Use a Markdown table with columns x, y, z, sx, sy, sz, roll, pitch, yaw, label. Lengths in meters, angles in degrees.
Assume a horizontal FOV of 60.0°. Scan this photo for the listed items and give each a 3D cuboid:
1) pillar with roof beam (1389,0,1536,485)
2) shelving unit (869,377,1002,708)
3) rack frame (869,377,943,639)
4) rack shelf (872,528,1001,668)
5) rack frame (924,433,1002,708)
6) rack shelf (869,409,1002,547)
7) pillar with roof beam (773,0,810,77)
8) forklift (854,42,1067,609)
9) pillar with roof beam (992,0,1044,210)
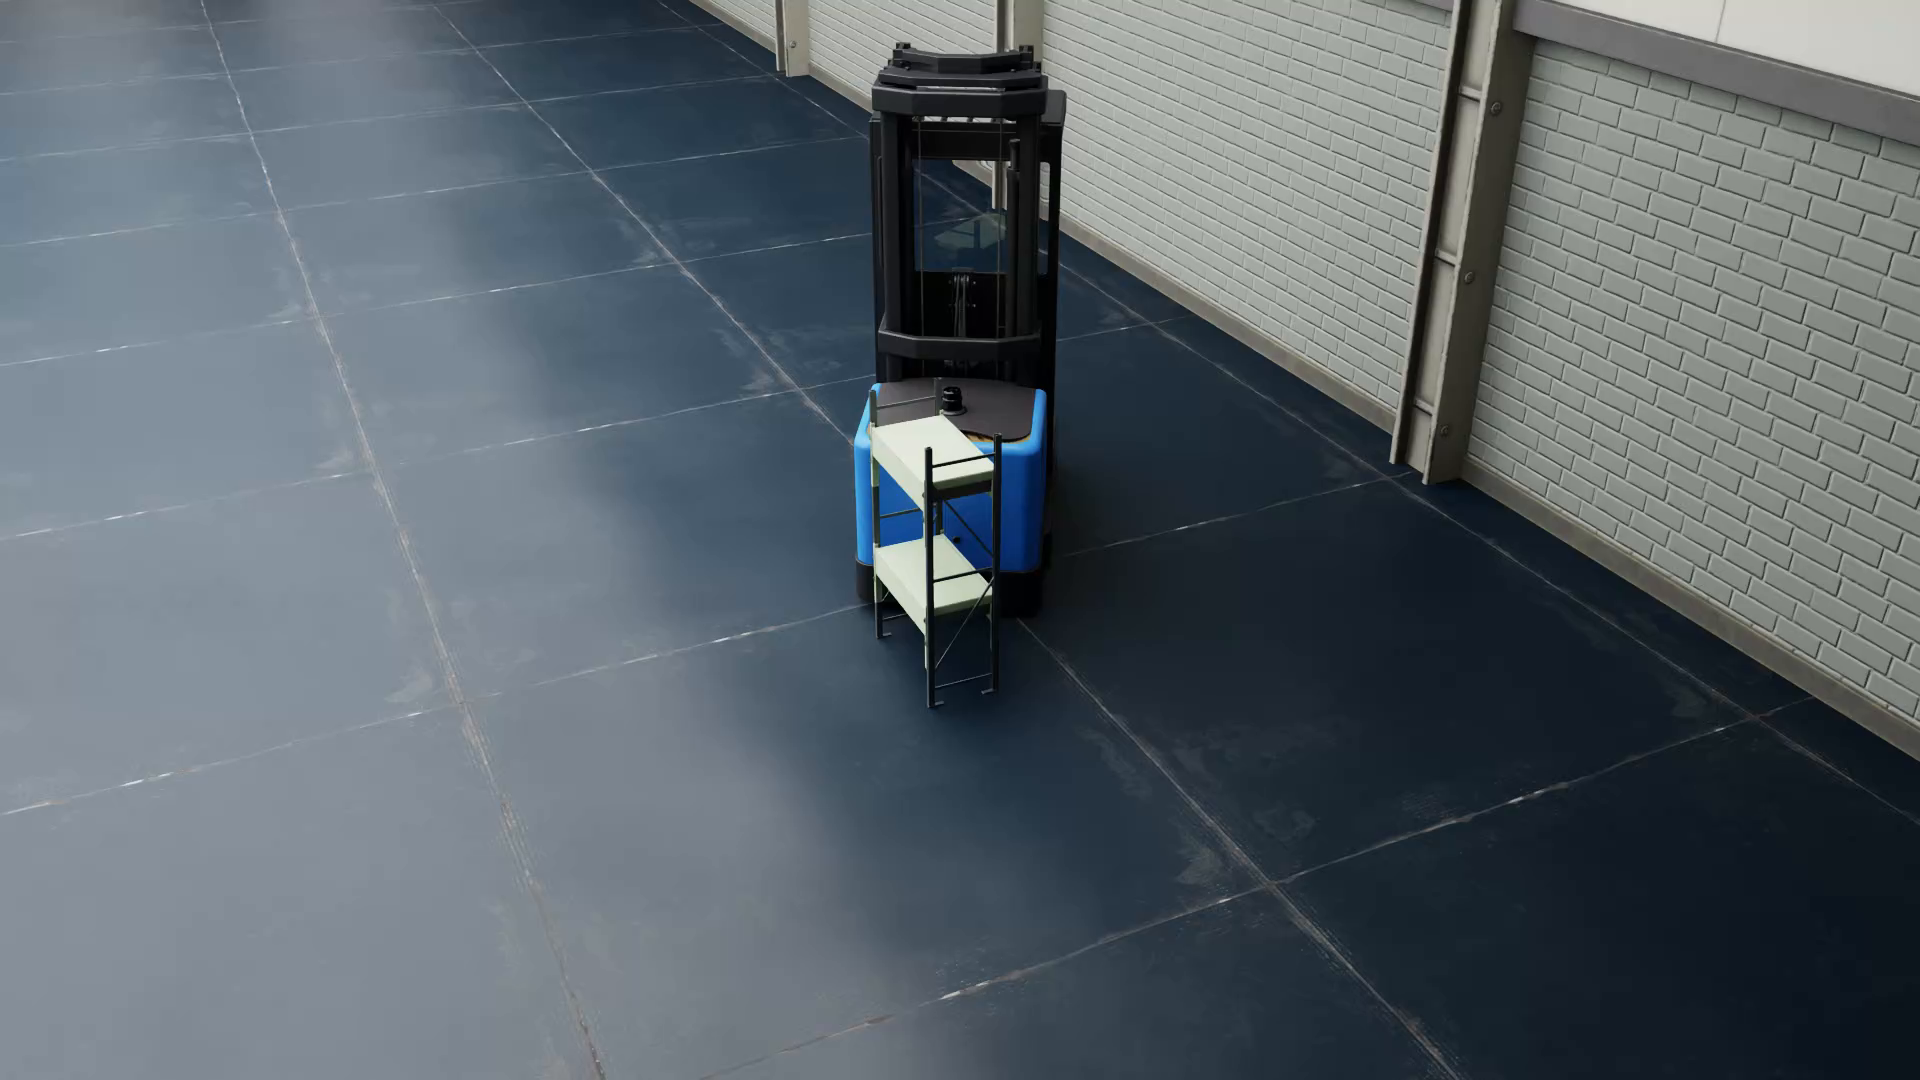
| x | y | z | sx | sy | sz | roll | pitch | yaw | label |
| --- | --- | --- | --- | --- | --- | --- | --- | --- | --- |
| -0.785 | -3.497 | 7.259 | 9.100 | 9.000 | 0.400 | -13 | 32 | -22 | pillar with roof beam |
| -0.132 | 0.014 | 8.664 | 0.431 | 1.500 | 0.755 | -12 | 32 | -21 | shelving unit |
| -0.281 | -0.149 | 8.955 | 0.400 | 1.500 | 0.023 | -12 | 32 | -21 | rack frame |
| -0.133 | 0.299 | 8.823 | 0.431 | 0.370 | 0.720 | -12 | 32 | -21 | rack shelf |
| 0.016 | 0.178 | 8.372 | 0.400 | 1.500 | 0.023 | -12 | 32 | -21 | rack frame |
| -0.132 | -0.326 | 8.473 | 0.431 | 0.370 | 0.720 | -12 | 32 | -21 | rack shelf |
| -5.936 | -8.798 | 16.712 | 9.100 | 9.000 | 0.400 | -13 | 32 | -22 | pillar with roof beam |
| 0.055 | -1.582 | 10.047 | 1.130 | 2.935 | 3.031 | 2 | 29 | 4 | forklift |
| -3.360 | -6.148 | 11.985 | 9.100 | 9.000 | 0.400 | -13 | 32 | -22 | pillar with roof beam |
